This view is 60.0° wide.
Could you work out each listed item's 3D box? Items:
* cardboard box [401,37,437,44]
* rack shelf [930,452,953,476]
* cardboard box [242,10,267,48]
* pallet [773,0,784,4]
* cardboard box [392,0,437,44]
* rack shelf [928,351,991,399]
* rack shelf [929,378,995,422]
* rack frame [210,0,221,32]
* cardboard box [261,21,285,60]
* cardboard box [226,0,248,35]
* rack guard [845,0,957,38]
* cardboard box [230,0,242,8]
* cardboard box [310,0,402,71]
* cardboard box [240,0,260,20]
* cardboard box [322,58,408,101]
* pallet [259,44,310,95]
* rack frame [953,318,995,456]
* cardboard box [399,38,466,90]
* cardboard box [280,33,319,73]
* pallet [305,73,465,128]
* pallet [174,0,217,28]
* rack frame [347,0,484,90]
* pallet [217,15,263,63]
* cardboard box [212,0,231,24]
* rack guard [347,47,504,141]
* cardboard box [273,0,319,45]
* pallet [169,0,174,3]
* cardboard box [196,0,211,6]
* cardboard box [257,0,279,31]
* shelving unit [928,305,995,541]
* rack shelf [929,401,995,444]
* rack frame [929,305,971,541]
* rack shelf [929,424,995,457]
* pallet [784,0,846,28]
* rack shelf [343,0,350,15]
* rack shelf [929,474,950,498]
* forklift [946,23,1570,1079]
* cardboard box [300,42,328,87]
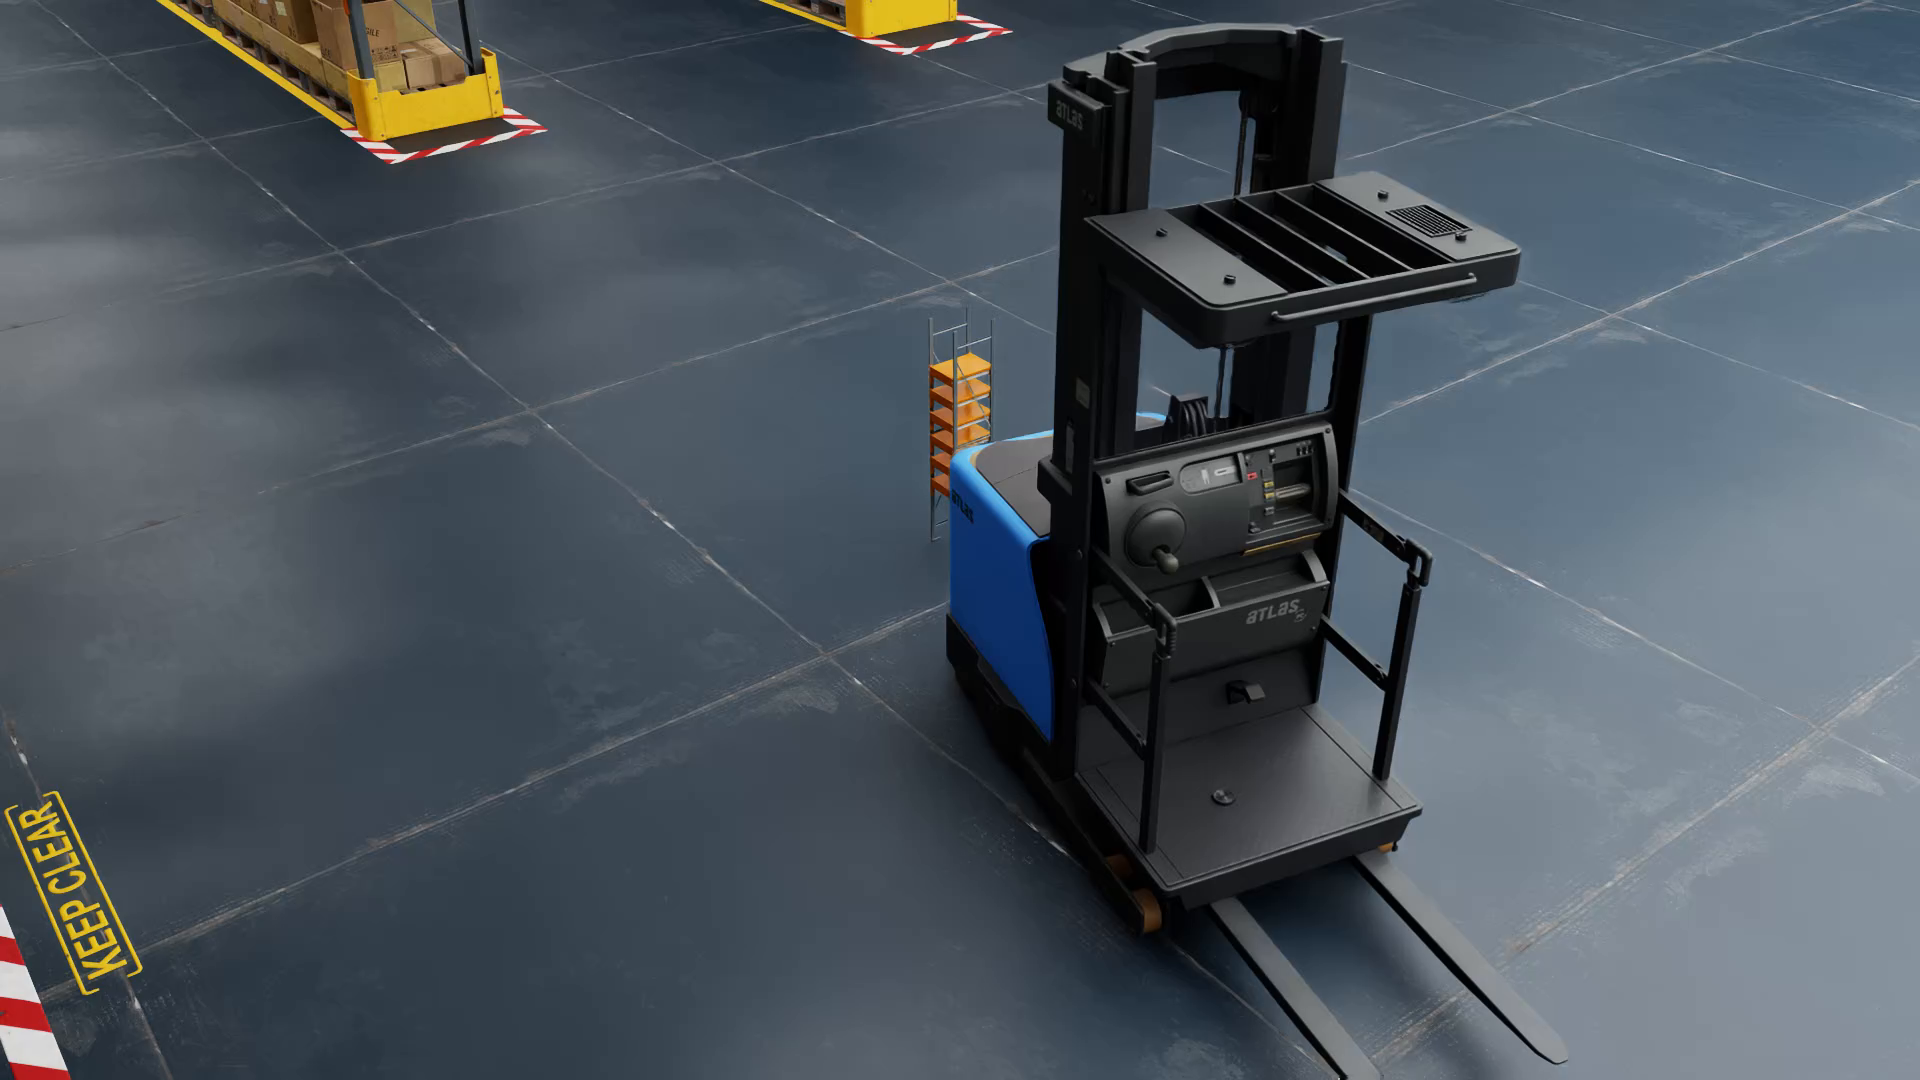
[{"bbox_3d":[-4.865,-4.263,14.480,0.500,0.250,0.500,-22,38,-31],"label":"cardboard box"},{"bbox_3d":[0.009,-0.364,8.010,0.258,0.103,0.180,-22,38,-31],"label":"rack shelf"},{"bbox_3d":[-6.206,-4.716,15.209,0.500,0.250,0.500,-22,38,-31],"label":"cardboard box"},{"bbox_3d":[-1.809,-6.032,17.762,1.003,0.211,1.213,-22,38,-31],"label":"pallet"},{"bbox_3d":[-4.864,-4.583,14.283,0.500,0.500,0.500,-22,38,-31],"label":"cardboard box"},{"bbox_3d":[0.009,-0.772,7.757,0.258,0.103,0.180,-22,38,-31],"label":"rack shelf"},{"bbox_3d":[0.009,-0.670,7.821,0.258,0.103,0.180,-22,38,-31],"label":"rack shelf"},{"bbox_3d":[-6.856,-6.417,15.740,1.000,3.000,0.127,-22,38,-31],"label":"rack frame"},{"bbox_3d":[-5.894,-4.510,14.876,0.500,0.250,0.500,-22,38,-31],"label":"cardboard box"},{"bbox_3d":[-6.508,-4.926,15.547,0.500,0.250,0.500,-22,38,-31],"label":"cardboard box"},{"bbox_3d":[-0.572,-5.306,16.319,1.175,0.500,0.348,-22,38,-31],"label":"rack guard"},{"bbox_3d":[-6.506,-5.246,15.351,0.500,0.500,0.500,-22,38,-31],"label":"cardboard box"},{"bbox_3d":[-4.967,-4.207,13.677,0.500,0.500,0.500,-22,38,-31],"label":"cardboard box"},{"bbox_3d":[-6.205,-5.035,15.011,0.500,0.500,0.500,-22,38,-31],"label":"cardboard box"},{"bbox_3d":[-4.965,-3.889,13.876,0.500,0.250,0.500,-22,38,-31],"label":"cardboard box"},{"bbox_3d":[-5.649,-4.379,15.101,1.003,0.211,1.213,-22,38,-31],"label":"pallet"},{"bbox_3d":[0.065,-0.466,7.862,0.240,1.200,0.006,-22,38,-31],"label":"rack frame"},{"bbox_3d":[-4.556,-4.056,14.146,0.500,0.250,0.500,-22,38,-31],"label":"cardboard box"},{"bbox_3d":[-5.589,-4.301,14.540,0.500,0.250,0.500,-22,38,-31],"label":"cardboard box"},{"bbox_3d":[-4.905,-3.871,14.283,1.003,0.211,1.213,-22,38,-31],"label":"pallet"},{"bbox_3d":[-7.338,-5.527,16.949,1.003,0.211,1.213,-22,38,-31],"label":"pallet"},{"bbox_3d":[-4.403,-4.750,13.056,1.000,3.000,0.127,-22,38,-31],"label":"rack frame"},{"bbox_3d":[-6.401,-4.888,15.920,1.003,0.211,1.213,-22,38,-31],"label":"pallet"},{"bbox_3d":[-6.811,-5.136,15.885,0.500,0.250,0.500,-22,38,-31],"label":"cardboard box"},{"bbox_3d":[-4.388,-3.679,13.699,1.175,0.500,0.348,-22,38,-31],"label":"rack guard"},{"bbox_3d":[-5.591,-4.619,14.341,0.500,0.500,0.500,-22,38,-31],"label":"cardboard box"},{"bbox_3d":[-8.091,-6.036,17.769,1.003,0.211,1.213,-22,38,-31],"label":"pallet"},{"bbox_3d":[-7.339,-5.507,16.482,0.500,0.250,0.500,-23,38,-32],"label":"cardboard box"},{"bbox_3d":[-5.897,-4.827,14.677,0.500,0.500,0.500,-22,38,-31],"label":"cardboard box"},{"bbox_3d":[0.009,-0.504,7.924,0.258,1.200,0.189,-22,38,-31],"label":"shelving unit"},{"bbox_3d":[0.009,-0.568,7.884,0.258,0.103,0.180,-22,38,-31],"label":"rack shelf"},{"bbox_3d":[-0.047,-0.542,7.985,0.240,1.200,0.006,-22,38,-31],"label":"rack frame"},{"bbox_3d":[0.009,-0.466,7.947,0.258,0.103,0.180,-22,38,-31],"label":"rack shelf"},{"bbox_3d":[-1.065,-5.524,16.943,1.003,0.211,1.213,-22,38,-31],"label":"pallet"},{"bbox_3d":[-5.629,-5.278,14.587,1.077,0.370,4.000,-22,38,-31],"label":"rack shelf"},{"bbox_3d":[0.009,-0.262,8.074,0.258,0.103,0.180,-22,38,-31],"label":"rack shelf"},{"bbox_3d":[0.998,-0.090,5.617,1.130,2.935,3.031,-13,34,-20],"label":"forklift"},{"bbox_3d":[-5.281,-4.093,14.205,0.500,0.250,0.500,-22,38,-31],"label":"cardboard box"}]
